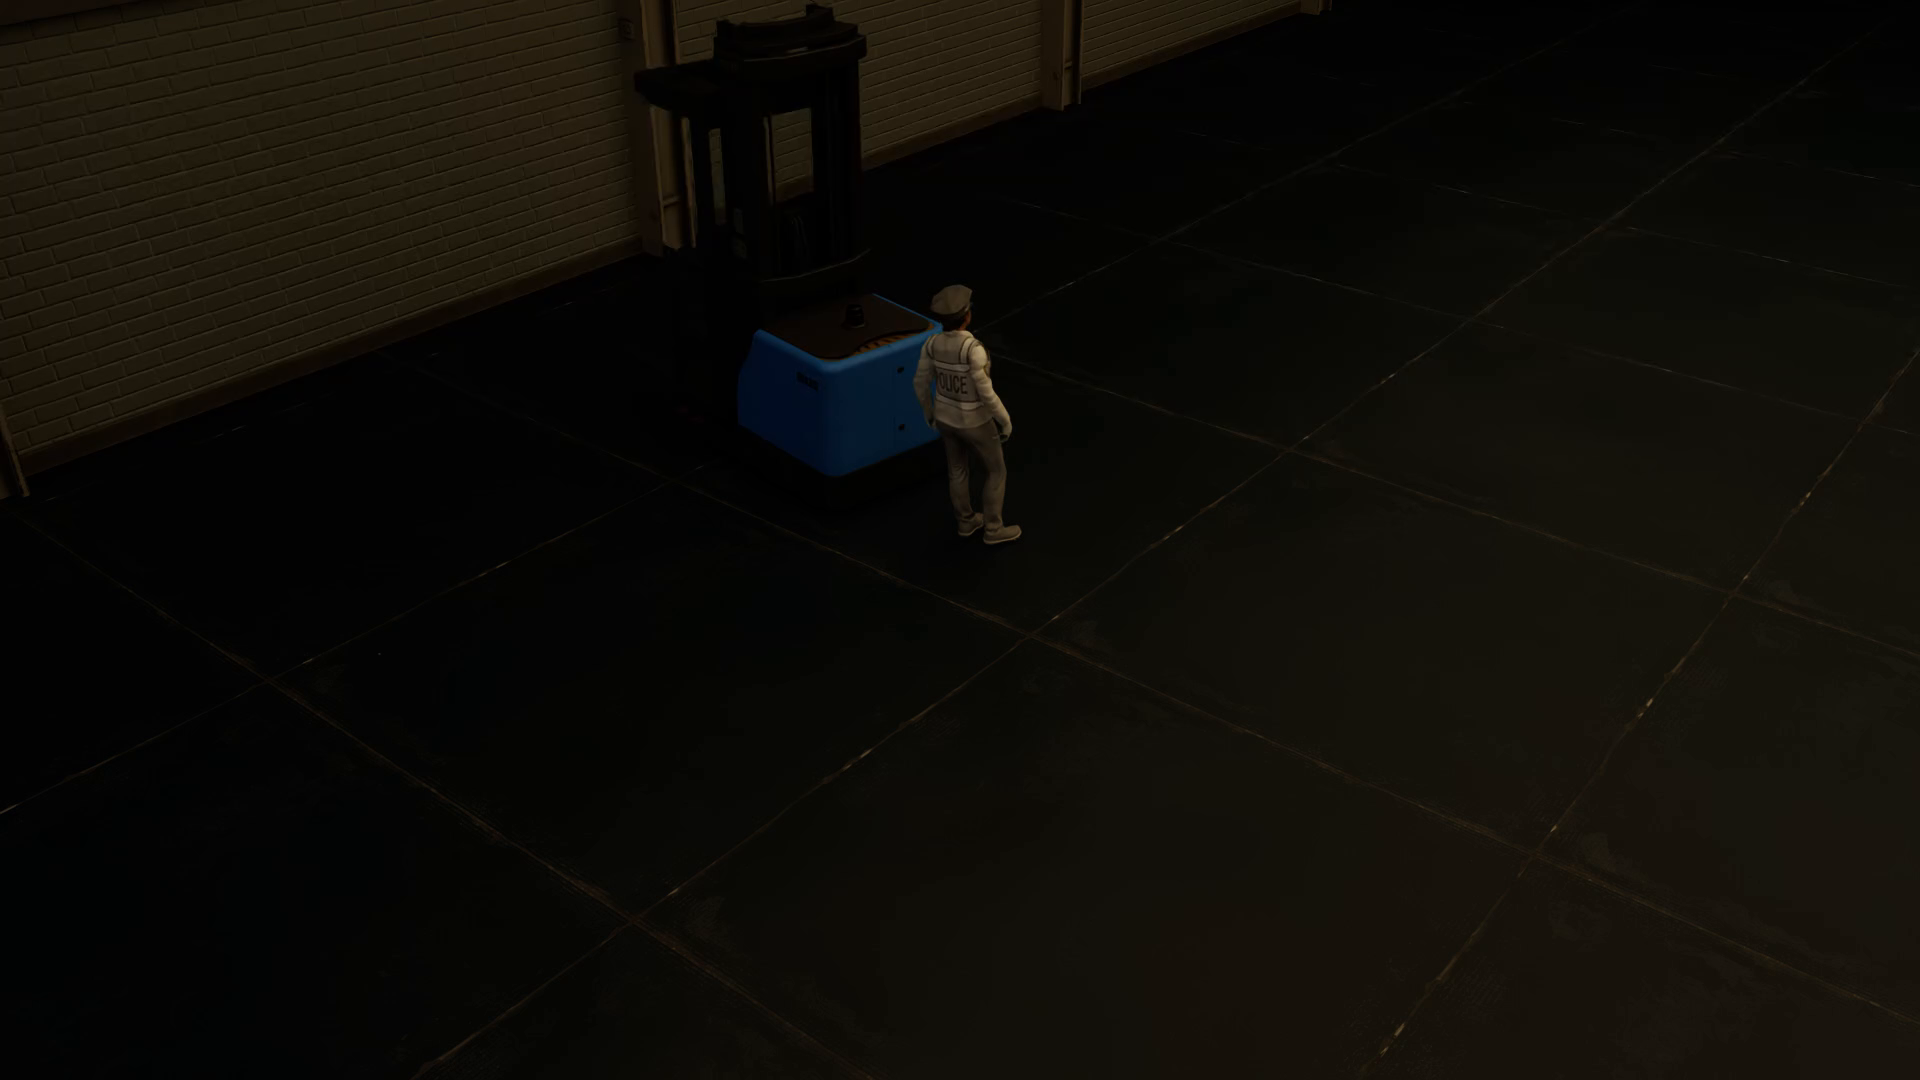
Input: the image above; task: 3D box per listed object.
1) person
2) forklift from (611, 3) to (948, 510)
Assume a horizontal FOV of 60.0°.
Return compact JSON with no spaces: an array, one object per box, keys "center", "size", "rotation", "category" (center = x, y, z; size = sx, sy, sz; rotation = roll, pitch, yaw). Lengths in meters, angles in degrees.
[{"center":[0.052,-0.760,10.151],"size":[0.636,1.672,0.438],"rotation":[20,36,31],"category":"person"},{"center":[-1.408,-2.121,11.224],"size":[1.130,2.935,3.031],"rotation":[-24,38,-35],"category":"forklift"}]
